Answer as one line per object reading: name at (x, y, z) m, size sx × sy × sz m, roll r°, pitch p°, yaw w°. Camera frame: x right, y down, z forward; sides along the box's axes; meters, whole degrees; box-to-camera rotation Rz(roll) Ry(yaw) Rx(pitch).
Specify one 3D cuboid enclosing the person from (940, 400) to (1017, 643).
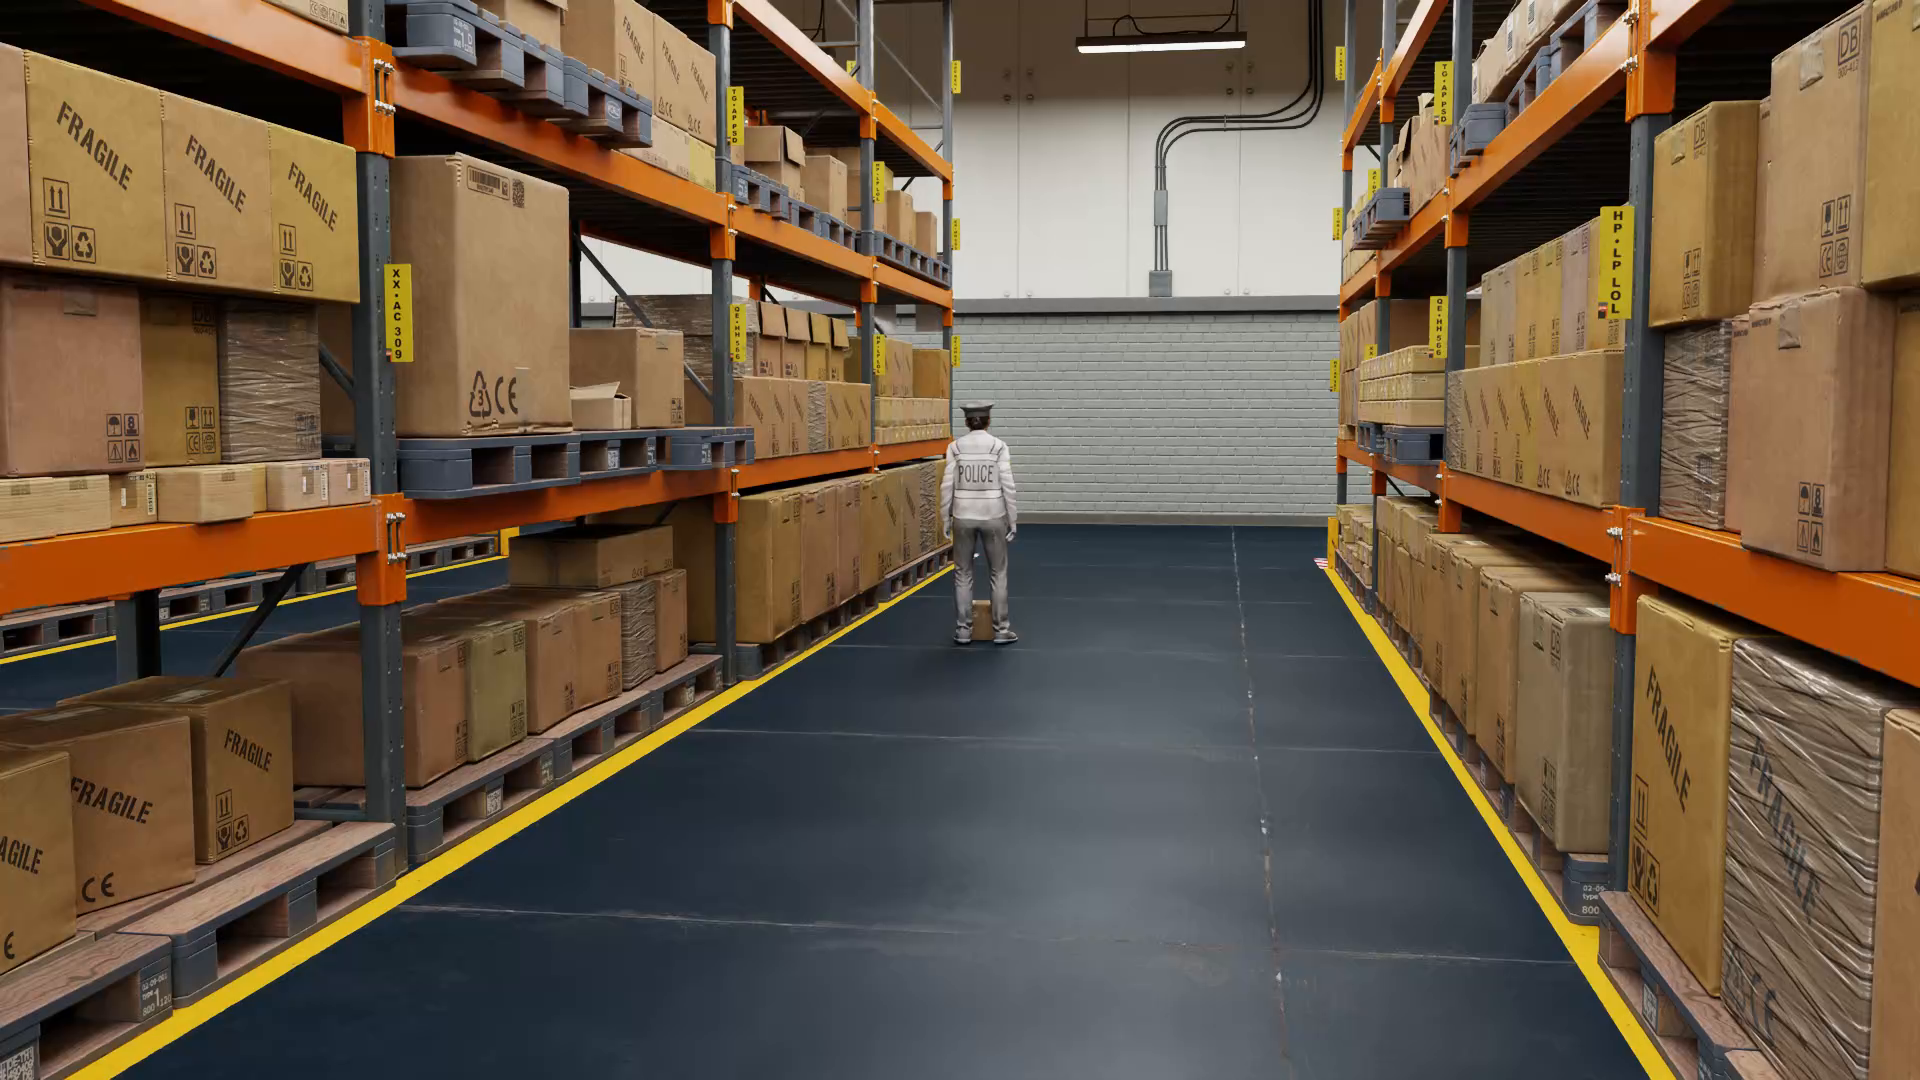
person at (0.130, -0.122, 11.397) m, size 0.528 × 1.664 × 0.372 m, roll 1°, pitch 5°, yaw 8°
